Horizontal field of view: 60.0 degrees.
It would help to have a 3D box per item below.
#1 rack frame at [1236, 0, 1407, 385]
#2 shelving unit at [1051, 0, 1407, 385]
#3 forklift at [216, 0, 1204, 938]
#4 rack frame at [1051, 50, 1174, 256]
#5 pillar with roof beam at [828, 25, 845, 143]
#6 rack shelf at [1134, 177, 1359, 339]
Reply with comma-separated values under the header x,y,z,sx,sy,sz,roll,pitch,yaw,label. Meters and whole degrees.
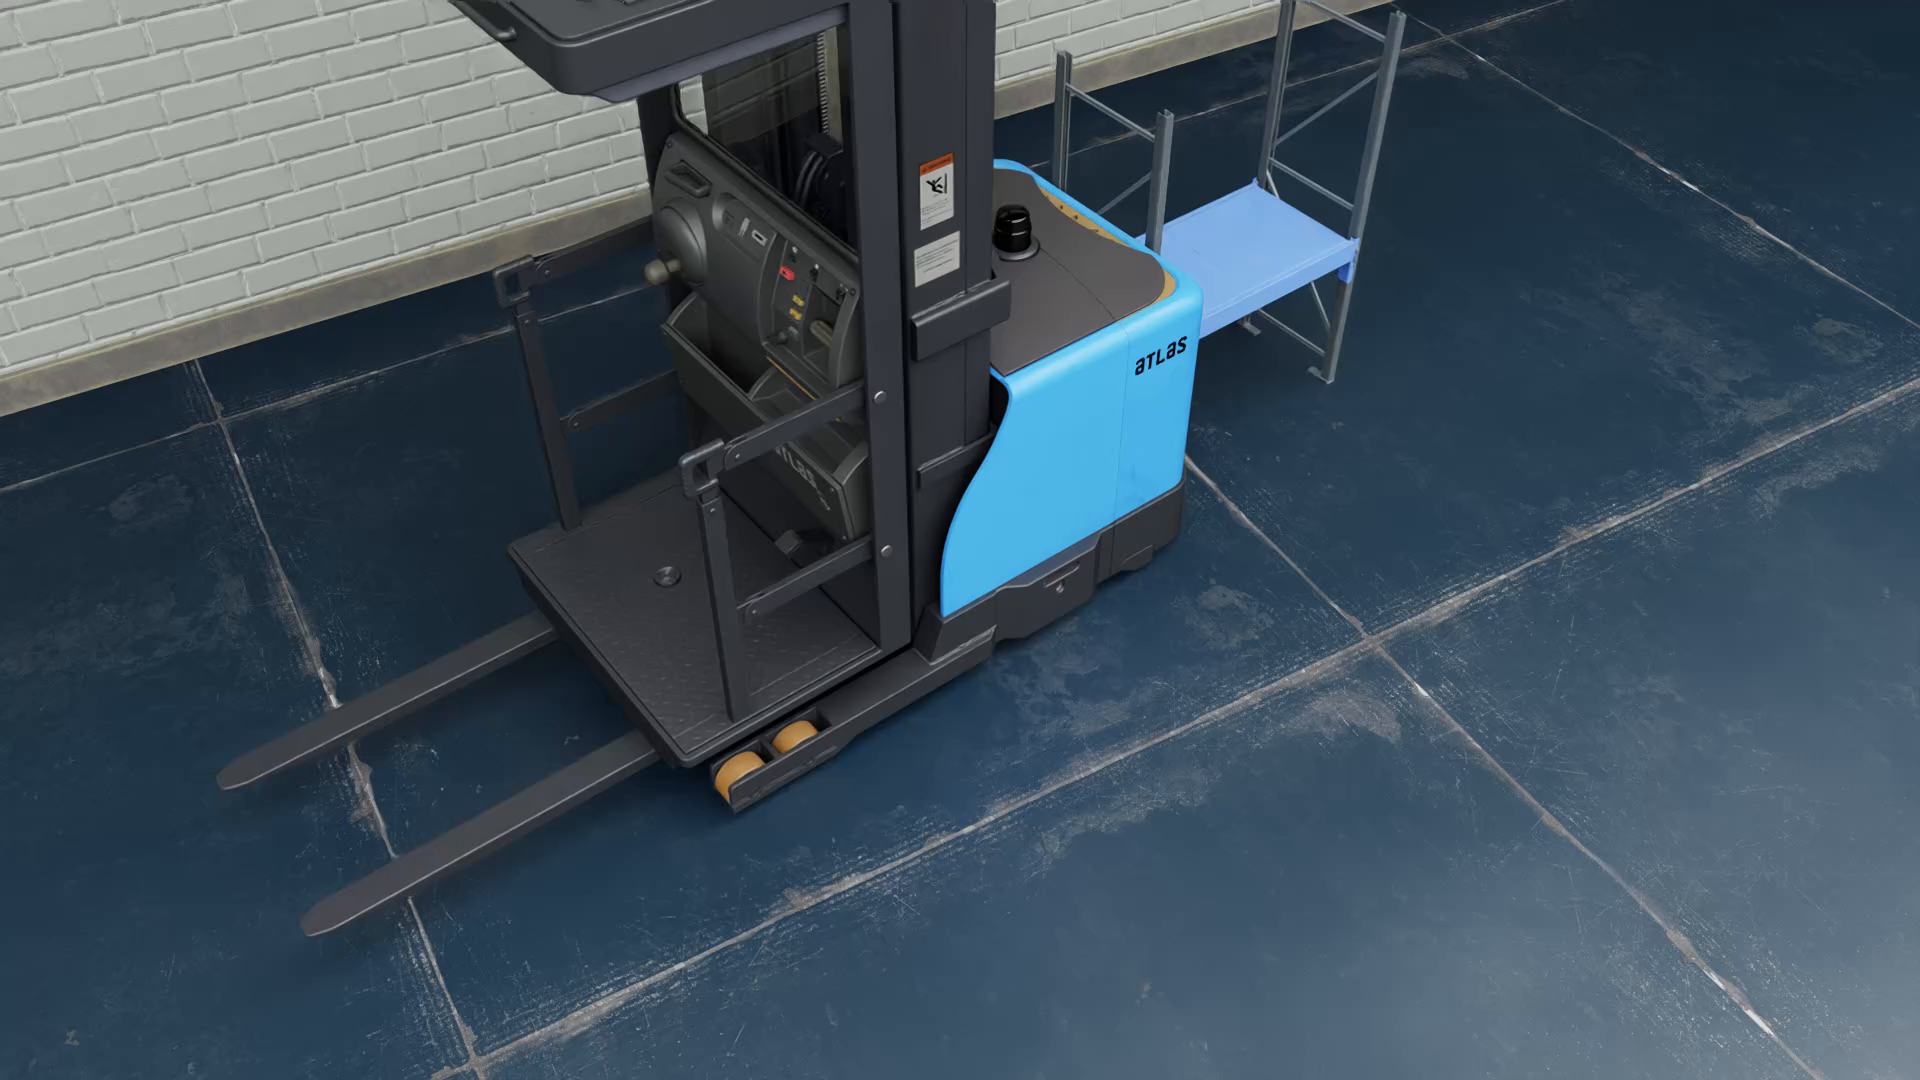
x,y,z,sx,sy,sz,roll,pitch,yaw,label
1.267,-1.276,5.988,0.032,1.500,0.500,-28,51,-26,rack frame
0.866,-1.059,5.764,1.048,1.500,0.538,-28,51,-26,shelving unit
-0.721,-0.680,4.346,3.031,2.935,1.130,-28,51,-26,forklift
0.465,-0.842,5.540,0.032,1.500,0.500,-28,51,-26,rack frame
1.828,-2.307,1.666,0.400,9.000,9.100,-22,48,-21,pillar with roof beam
0.866,-0.930,5.889,1.000,0.185,0.538,-28,51,-26,rack shelf
